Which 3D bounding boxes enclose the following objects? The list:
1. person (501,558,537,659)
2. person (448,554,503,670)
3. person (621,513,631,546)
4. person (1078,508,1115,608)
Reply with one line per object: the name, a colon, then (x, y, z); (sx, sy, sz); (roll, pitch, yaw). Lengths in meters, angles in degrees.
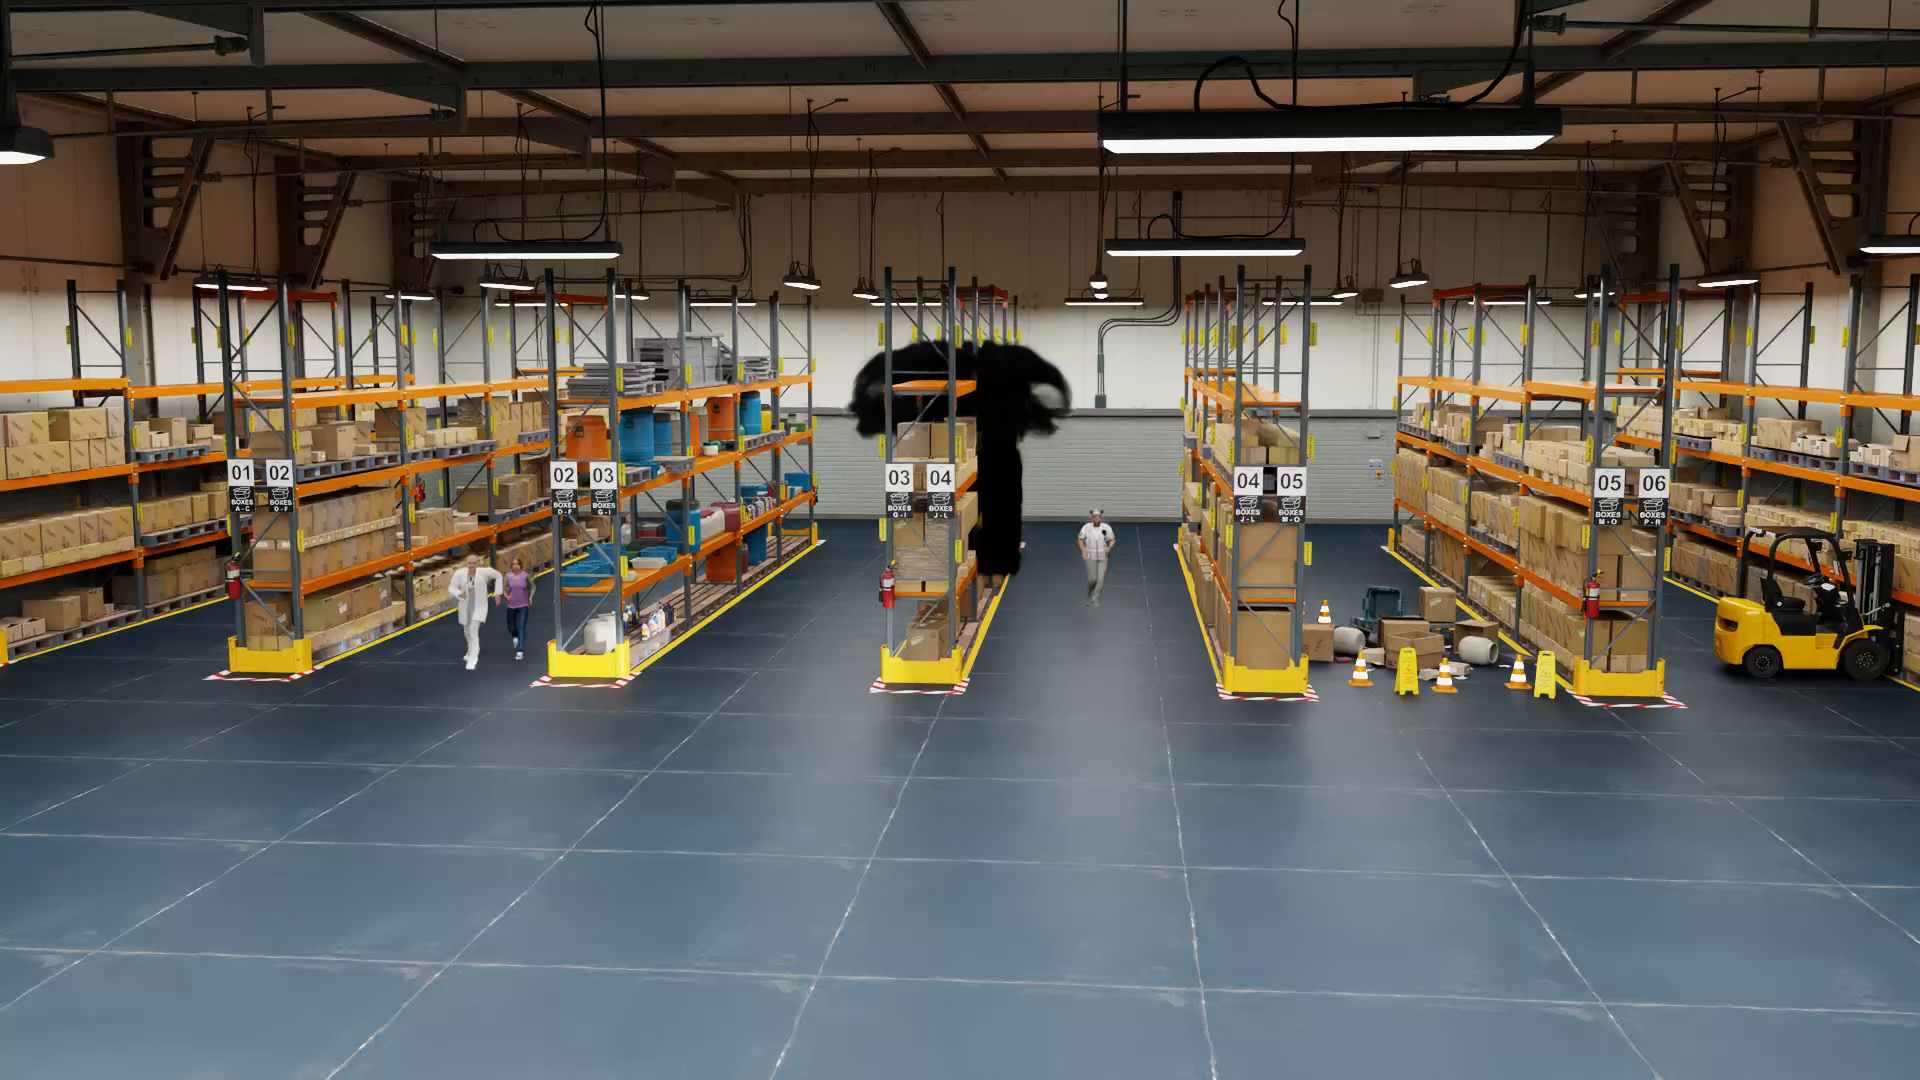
person: (-6.948, 1.055, 26.188); (0.548, 1.568, 0.739); (-1, 7, -9)
person: (-7.385, 1.095, 25.420); (0.772, 1.821, 0.912); (0, 7, -4)
person: (-6.550, 0.280, 32.938); (0.517, 1.462, 0.528); (1, 7, 5)
person: (2.402, 0.320, 29.111); (0.649, 1.779, 0.589); (0, 7, -2)
